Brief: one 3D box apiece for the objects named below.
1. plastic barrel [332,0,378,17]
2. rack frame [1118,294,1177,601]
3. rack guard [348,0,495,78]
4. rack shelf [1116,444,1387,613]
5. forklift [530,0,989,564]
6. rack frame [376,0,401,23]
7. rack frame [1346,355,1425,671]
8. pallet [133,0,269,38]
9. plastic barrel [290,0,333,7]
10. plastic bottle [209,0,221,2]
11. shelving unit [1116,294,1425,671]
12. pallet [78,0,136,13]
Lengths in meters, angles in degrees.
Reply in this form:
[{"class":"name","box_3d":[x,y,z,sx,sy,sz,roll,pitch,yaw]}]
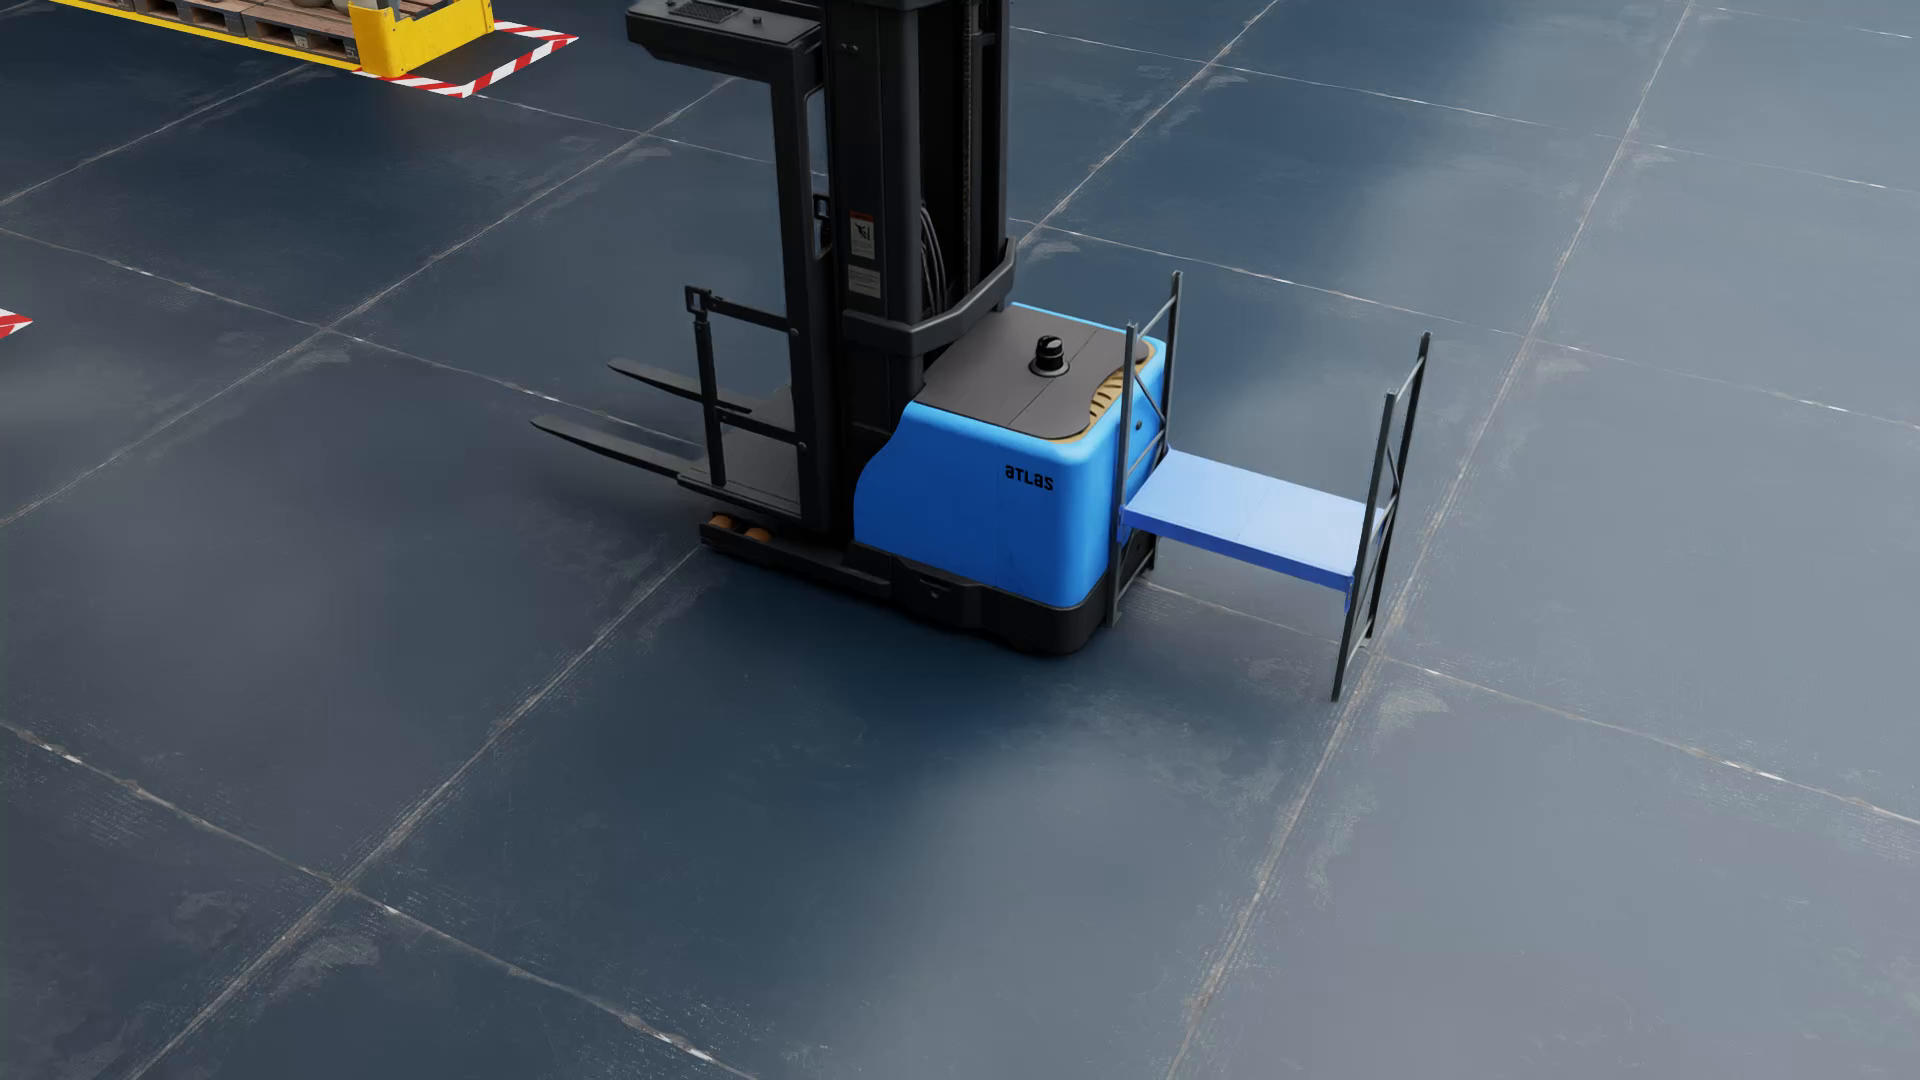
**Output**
[{"class":"plastic barrel","box_3d":[-4.568,-4.260,12.591,0.421,0.512,0.421,0,37,0]},{"class":"rack frame","box_3d":[0.767,-0.351,6.973,0.013,1.308,0.475,18,41,22]},{"class":"rack guard","box_3d":[-4.038,-3.942,12.530,0.348,0.500,1.175,17,41,21]},{"class":"rack shelf","box_3d":[1.215,-0.062,6.889,1.000,0.185,0.538,18,41,22]},{"class":"forklift","box_3d":[-0.616,-1.322,7.067,3.031,2.935,1.121,18,41,22]},{"class":"rack frame","box_3d":[-3.949,-4.942,11.779,0.127,3.000,1.000,17,41,21]},{"class":"rack frame","box_3d":[1.664,-0.062,6.591,0.013,1.308,0.475,18,41,22]},{"class":"pallet","box_3d":[-5.836,-4.396,13.366,1.213,0.211,1.003,17,41,21]},{"class":"plastic barrel","box_3d":[-5.013,-4.399,12.775,0.421,0.512,0.421,0,37,0]},{"class":"plastic bottle","box_3d":[-5.781,-4.278,12.855,0.097,0.201,0.097,0,37,0]},{"class":"shelving unit","box_3d":[1.215,-0.206,6.781,1.030,1.308,0.538,18,41,22]},{"class":"pallet","box_3d":[-6.923,-4.734,13.812,1.213,0.211,1.003,17,41,21]}]
